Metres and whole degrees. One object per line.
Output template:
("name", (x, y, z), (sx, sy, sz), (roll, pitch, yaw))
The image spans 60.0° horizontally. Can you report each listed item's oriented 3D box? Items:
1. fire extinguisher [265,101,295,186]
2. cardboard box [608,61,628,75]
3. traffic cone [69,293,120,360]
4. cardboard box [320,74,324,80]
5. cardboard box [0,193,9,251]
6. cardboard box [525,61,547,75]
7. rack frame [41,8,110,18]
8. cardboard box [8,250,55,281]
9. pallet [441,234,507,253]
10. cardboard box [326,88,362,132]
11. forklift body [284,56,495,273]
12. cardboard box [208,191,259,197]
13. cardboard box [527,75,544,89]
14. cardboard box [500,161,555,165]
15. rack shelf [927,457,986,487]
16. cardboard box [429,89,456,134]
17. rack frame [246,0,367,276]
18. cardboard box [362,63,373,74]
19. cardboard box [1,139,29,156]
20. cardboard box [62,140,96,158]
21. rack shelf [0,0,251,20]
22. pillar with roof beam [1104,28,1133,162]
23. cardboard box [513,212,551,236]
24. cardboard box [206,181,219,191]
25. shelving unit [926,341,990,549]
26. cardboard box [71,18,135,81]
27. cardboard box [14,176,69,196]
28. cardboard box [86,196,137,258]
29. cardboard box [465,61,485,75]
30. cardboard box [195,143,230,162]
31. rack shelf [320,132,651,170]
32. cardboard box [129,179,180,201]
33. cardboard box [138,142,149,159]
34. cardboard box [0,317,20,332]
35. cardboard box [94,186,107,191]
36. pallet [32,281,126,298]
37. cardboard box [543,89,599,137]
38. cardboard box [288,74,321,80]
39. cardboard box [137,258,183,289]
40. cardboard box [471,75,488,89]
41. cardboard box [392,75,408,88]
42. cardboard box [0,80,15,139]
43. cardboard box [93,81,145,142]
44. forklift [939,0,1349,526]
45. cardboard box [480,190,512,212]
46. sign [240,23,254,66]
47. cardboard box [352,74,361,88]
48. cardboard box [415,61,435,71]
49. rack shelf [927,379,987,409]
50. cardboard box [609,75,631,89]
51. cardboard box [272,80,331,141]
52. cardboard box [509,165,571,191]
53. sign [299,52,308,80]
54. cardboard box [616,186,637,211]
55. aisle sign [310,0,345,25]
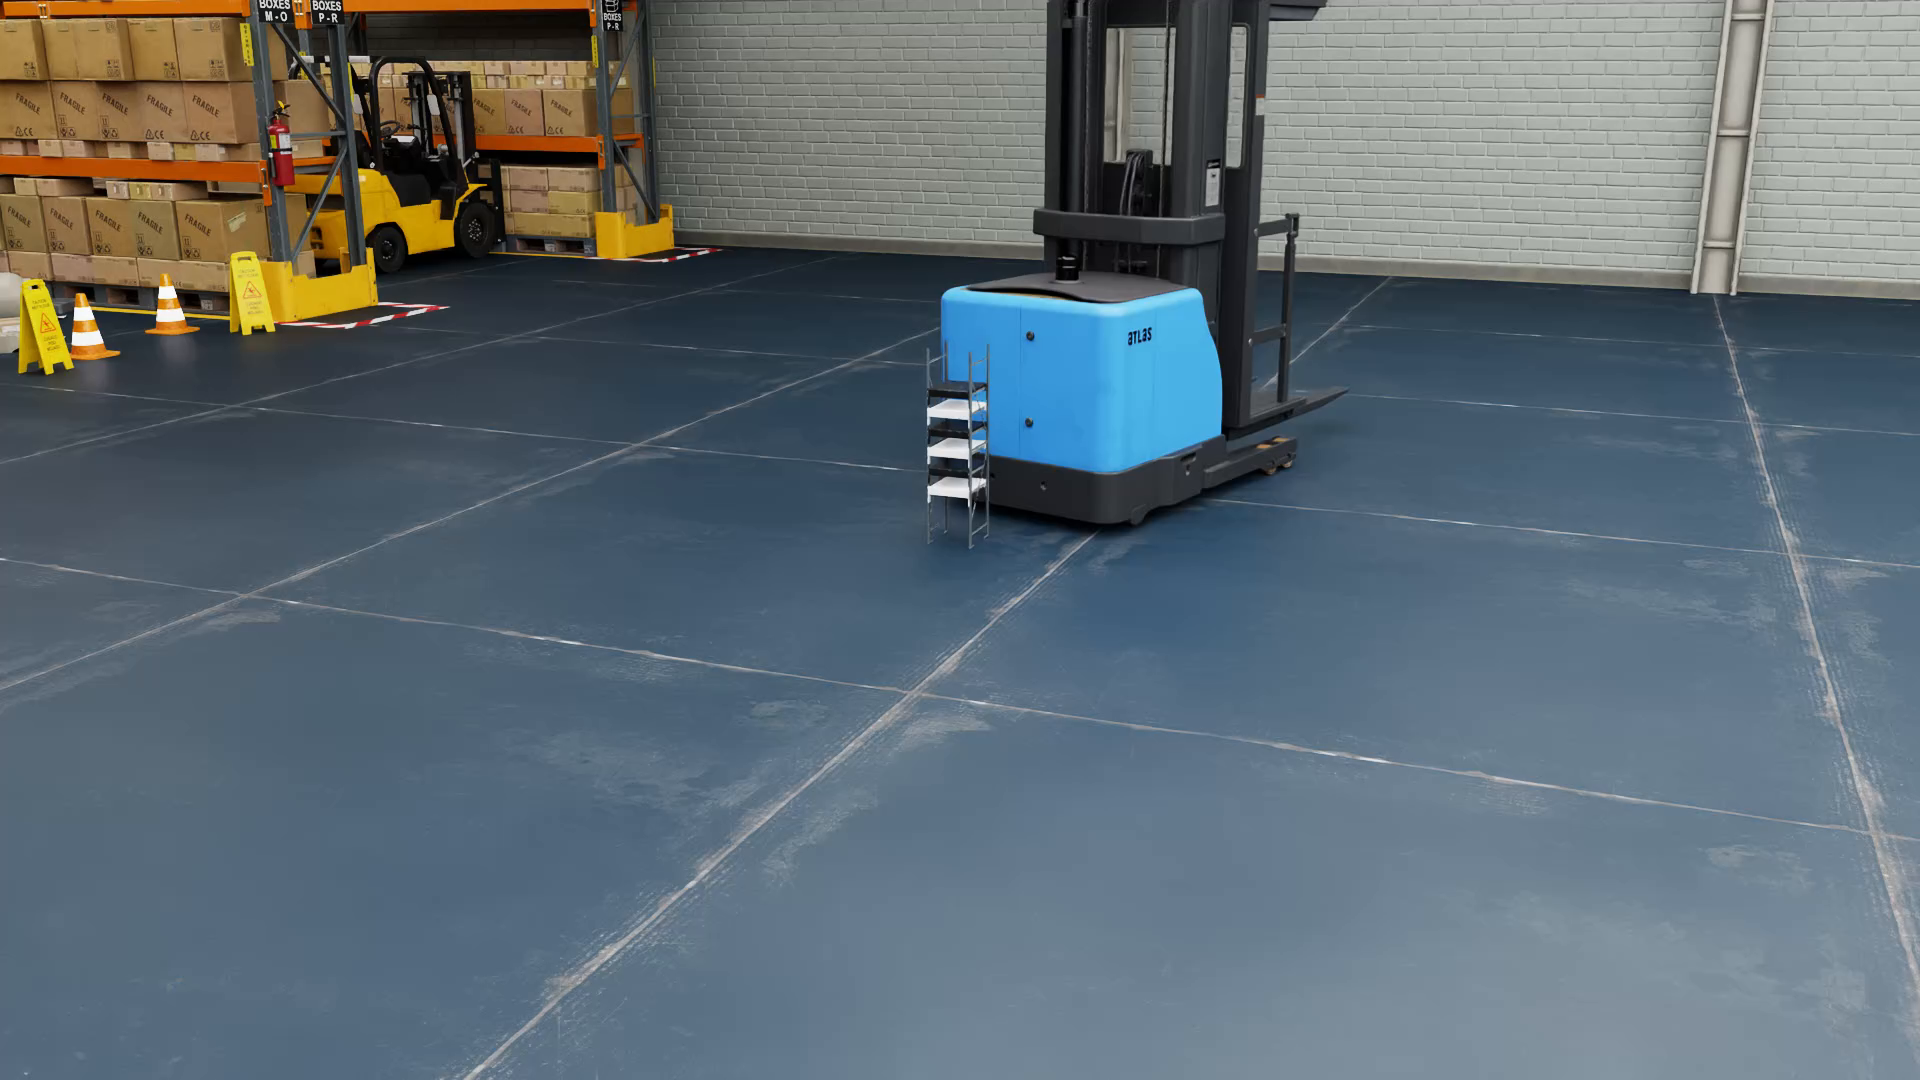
("fire extinguisher", (-5.587, -3.259, 13.657), (0.183, 0.674, 0.296), (6, 17, 21))
("cardboard box", (-3.941, -5.307, 18.697), (0.250, 0.149, 0.380), (6, 17, 20))
("traffic cone", (-6.489, -1.595, 12.339), (0.334, 0.463, 0.336), (6, 17, 21))
("cardboard box", (-7.676, -5.575, 20.154), (0.250, 0.149, 0.380), (6, 17, 19))
("cardboard box", (-8.796, -2.947, 15.278), (0.500, 0.500, 0.500), (7, 18, 23))
("cardboard box", (-4.611, -5.236, 18.453), (0.250, 0.149, 0.380), (7, 17, 22))
("rack frame", (-11.149, -5.533, 21.352), (0.127, 3.000, 1.000), (6, 17, 21))
("cardboard box", (-8.295, -2.535, 15.205), (0.500, 0.250, 0.500), (7, 18, 24))
("pallet", (-5.564, -3.568, 19.586), (1.213, 0.211, 1.003), (6, 17, 21))
("cardboard box", (-7.111, -5.059, 19.539), (0.500, 0.500, 0.500), (6, 17, 19))
("forklift body", (-6.140, -4.028, 17.690), (1.214, 2.155, 2.313), (6, 17, 21))
("cardboard box", (-6.684, -2.877, 15.038), (0.500, 0.500, 0.500), (6, 17, 19))
("cardboard box", (-4.599, -5.098, 18.511), (0.250, 0.149, 0.380), (7, 17, 22))
("cardboard box", (-5.012, -4.278, 19.416), (0.500, 0.250, 0.500), (6, 17, 20))
("rack shelf", (-0.008, -0.315, 7.585), (0.200, 0.077, 0.258), (6, 17, 21))
("cardboard box", (-5.688, -4.901, 18.997), (0.500, 0.500, 0.500), (6, 17, 21))
("rack frame", (-5.524, -3.427, 14.098), (0.127, 3.000, 1.000), (6, 17, 21))
("cardboard box", (-6.723, -5.490, 19.327), (0.250, 0.149, 0.380), (6, 17, 20))
("cardboard box", (-8.340, -3.534, 14.917), (0.250, 0.149, 0.380), (7, 18, 22))
("cardboard box", (-7.639, -3.448, 14.622), (0.250, 0.149, 0.380), (6, 17, 20))
("rack shelf", (-7.385, -4.727, 14.485), (4.000, 0.370, 1.077), (6, 17, 21))
("pillar with roof beam", (-0.022, -6.170, 12.788), (0.400, 9.000, 9.100), (6, 17, 21))
("cardboard box", (-4.719, -3.615, 18.925), (0.500, 0.250, 0.500), (6, 17, 21))
("cardboard box", (-9.336, -4.393, 20.933), (0.625, 0.625, 0.875), (6, 17, 18))
("shelving unit", (-0.008, -0.433, 7.551), (0.210, 0.900, 0.258), (6, 17, 21))
("cardboard box", (-7.060, -4.173, 14.161), (0.500, 0.500, 0.700), (6, 17, 20))
("cardboard box", (-8.223, -3.178, 14.911), (0.250, 0.149, 0.380), (7, 18, 23))
("cardboard box", (-7.319, -2.789, 14.732), (0.500, 0.500, 0.500), (6, 17, 19))
("cardboard box", (-5.341, -5.304, 18.686), (0.250, 0.149, 0.380), (7, 17, 22))
("cardboard box", (-6.227, -3.286, 14.064), (0.250, 0.149, 0.380), (6, 17, 20))
("rack shelf", (-5.567, -4.574, 19.339), (4.000, 0.370, 1.077), (6, 17, 21))
("cardboard box", (-6.964, -3.041, 14.438), (0.250, 0.149, 0.380), (7, 17, 22))
("cardboard box", (-6.895, -3.399, 14.453), (0.250, 0.149, 0.380), (7, 17, 21))
("cardboard box", (-7.484, -1.668, 13.152), (0.380, 0.149, 0.250), (-12, 20, -37))
("cardboard box", (-8.123, -3.035, 15.581), (0.500, 0.500, 0.500), (7, 17, 22))
("pallet", (-8.608, -2.437, 15.691), (1.213, 0.211, 1.003), (6, 17, 21))
("cardboard box", (-4.261, -4.745, 18.458), (0.500, 0.500, 0.500), (6, 17, 19))
("cardboard box", (-7.827, -5.461, 19.761), (0.250, 0.149, 0.380), (7, 18, 23))
("cardboard box", (-6.854, -2.376, 14.657), (0.500, 0.250, 0.500), (6, 17, 21))
("cardboard box", (-5.334, -5.162, 18.731), (0.250, 0.149, 0.380), (6, 17, 21))
("cardboard box", (-6.288, -5.265, 19.088), (0.250, 0.149, 0.380), (6, 17, 20))
("cardboard box", (-8.463, -3.864, 14.892), (0.500, 0.500, 0.500), (6, 17, 20))
("cardboard box", (-7.059, -3.706, 14.347), (0.500, 0.500, 0.500), (6, 17, 20))
("forklift", (1.177, -1.826, 8.705), (1.130, 2.935, 3.031), (12, 20, 35))
("cardboard box", (-5.225, -3.906, 19.030), (0.500, 0.250, 0.500), (6, 17, 19))
("sign", (-5.747, -3.993, 13.404), (0.005, 0.325, 0.100), (6, 17, 21))
("cardboard box", (-6.986, -5.356, 19.401), (0.250, 0.149, 0.380), (7, 17, 22))
("cardboard box", (-6.012, -5.405, 19.037), (0.250, 0.149, 0.380), (6, 17, 20))
("rack shelf", (-0.008, -0.660, 7.485), (0.200, 0.077, 0.258), (6, 17, 21))
("cardboard box", (-3.927, -5.176, 18.780), (0.250, 0.149, 0.380), (6, 17, 19))
("cardboard box", (-5.863, -3.738, 14.457), (0.500, 0.500, 0.500), (6, 17, 20))
("cardboard box", (-4.727, -4.093, 18.777), (0.500, 0.250, 0.500), (7, 17, 22))
("sign", (-7.618, -5.500, 19.304), (0.005, 0.325, 0.100), (6, 17, 21))
("cardboard box", (-4.068, -3.938, 19.140), (0.500, 0.250, 0.500), (7, 17, 22))
("aisle sign", (-5.353, -4.749, 13.990), (0.004, 0.787, 0.394), (6, 17, 21))
